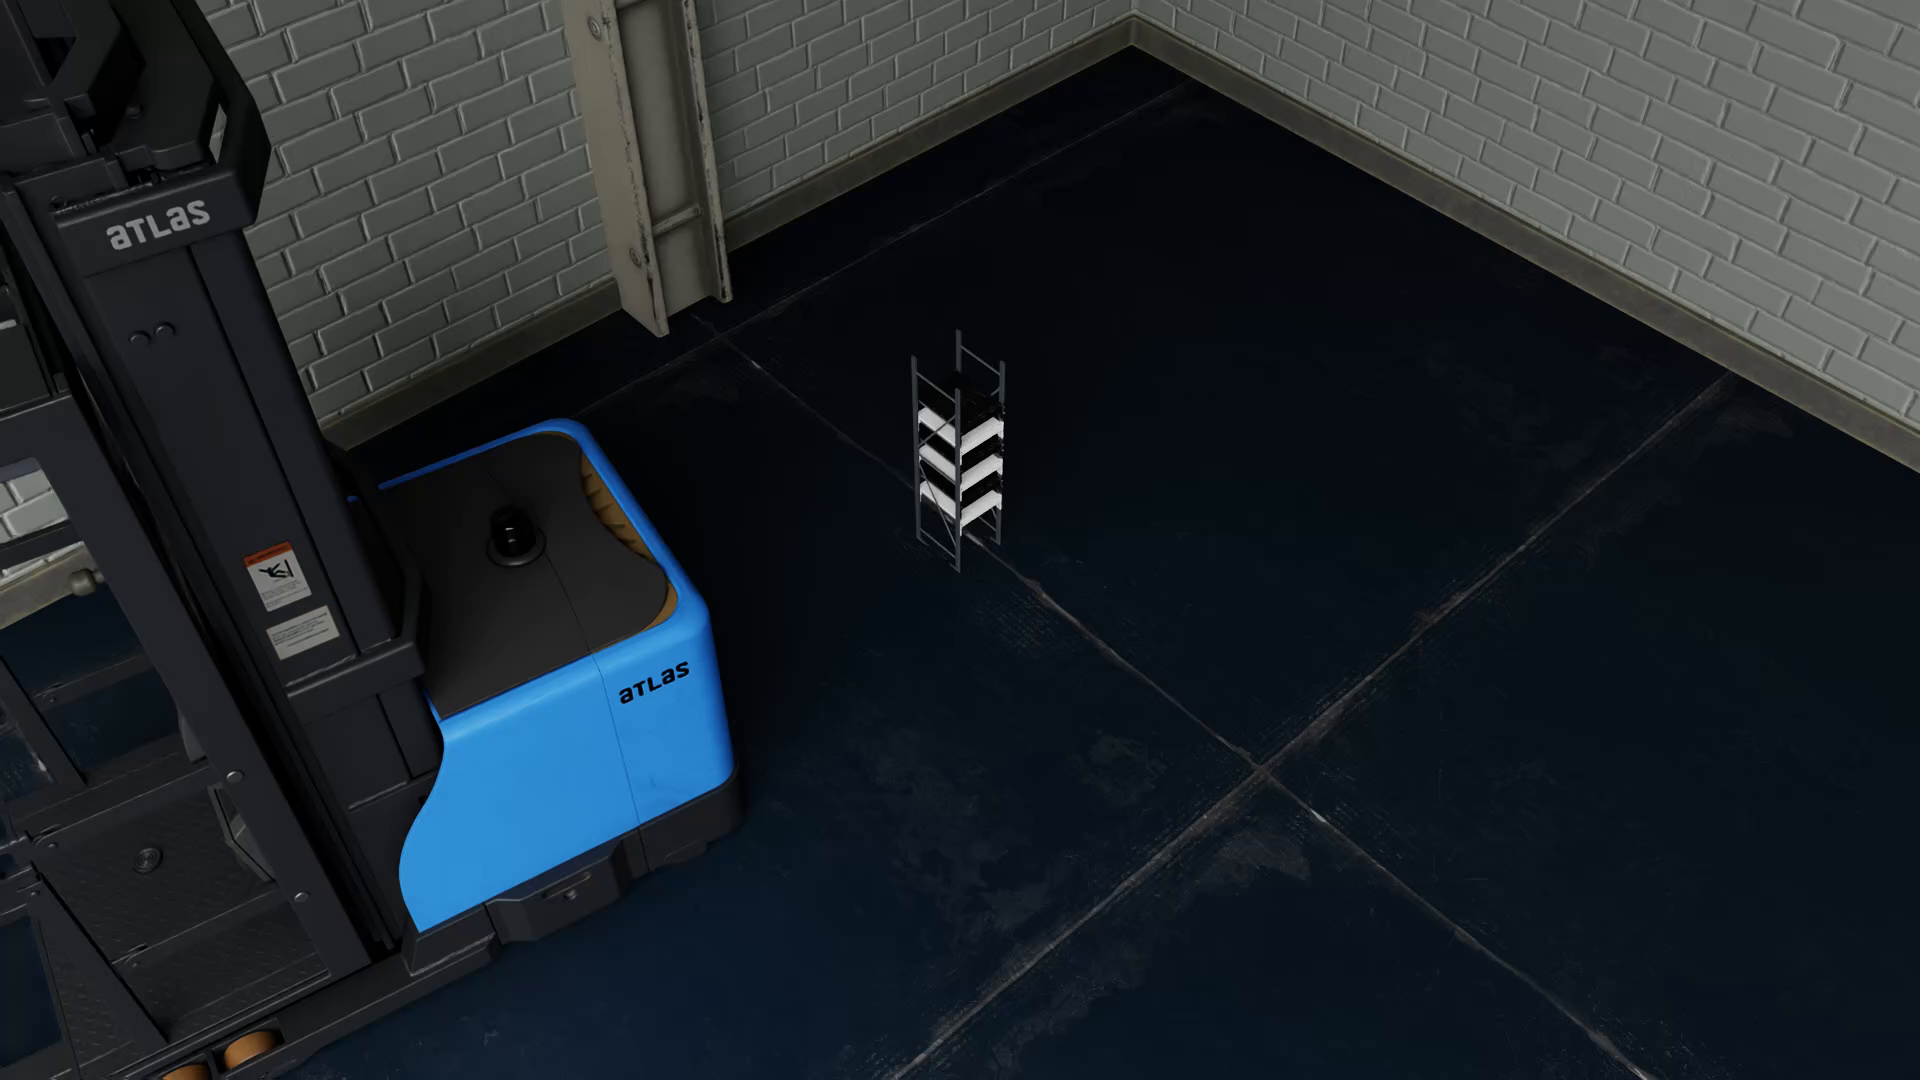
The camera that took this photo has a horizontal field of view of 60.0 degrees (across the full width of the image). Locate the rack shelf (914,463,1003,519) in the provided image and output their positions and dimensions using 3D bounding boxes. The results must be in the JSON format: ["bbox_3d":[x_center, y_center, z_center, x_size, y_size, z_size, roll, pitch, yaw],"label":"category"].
[{"bbox_3d":[-0.006,-0.218,6.006,0.200,0.077,0.258,-34,56,-27],"label":"rack shelf"}]

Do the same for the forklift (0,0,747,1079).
[{"bbox_3d":[-2.210,0.205,4.067,3.031,2.935,1.130,-25,52,-21],"label":"forklift"}]

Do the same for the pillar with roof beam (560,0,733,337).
[{"bbox_3d":[1.666,-1.747,1.739,0.400,9.000,9.100,-34,56,-27],"label":"pillar with roof beam"}]

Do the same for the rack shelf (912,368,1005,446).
[{"bbox_3d":[-0.006,-0.462,5.742,0.200,0.077,0.258,-34,56,-27],"label":"rack shelf"}]

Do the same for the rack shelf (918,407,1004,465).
[{"bbox_3d":[-0.006,-0.401,5.808,0.200,0.077,0.258,-34,56,-27],"label":"rack shelf"}]

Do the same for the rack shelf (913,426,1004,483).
[{"bbox_3d":[-0.006,-0.340,5.874,0.200,0.077,0.258,-34,56,-27],"label":"rack shelf"}]

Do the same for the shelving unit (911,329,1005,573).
[{"bbox_3d":[-0.006,-0.301,5.916,0.210,0.900,0.258,-34,56,-27],"label":"shelving unit"}]

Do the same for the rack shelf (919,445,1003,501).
[{"bbox_3d":[-0.006,-0.279,5.940,0.200,0.077,0.258,-34,56,-27],"label":"rack shelf"}]

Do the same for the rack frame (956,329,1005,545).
[{"bbox_3d":[0.069,-0.351,5.962,0.006,0.900,0.240,-34,56,-27],"label":"rack frame"}]

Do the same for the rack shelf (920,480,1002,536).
[{"bbox_3d":[-0.006,-0.156,6.072,0.200,0.077,0.258,-34,56,-27],"label":"rack shelf"}]

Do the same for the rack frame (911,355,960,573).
[{"bbox_3d":[-0.081,-0.251,5.869,0.006,0.900,0.240,-34,56,-27],"label":"rack frame"}]
